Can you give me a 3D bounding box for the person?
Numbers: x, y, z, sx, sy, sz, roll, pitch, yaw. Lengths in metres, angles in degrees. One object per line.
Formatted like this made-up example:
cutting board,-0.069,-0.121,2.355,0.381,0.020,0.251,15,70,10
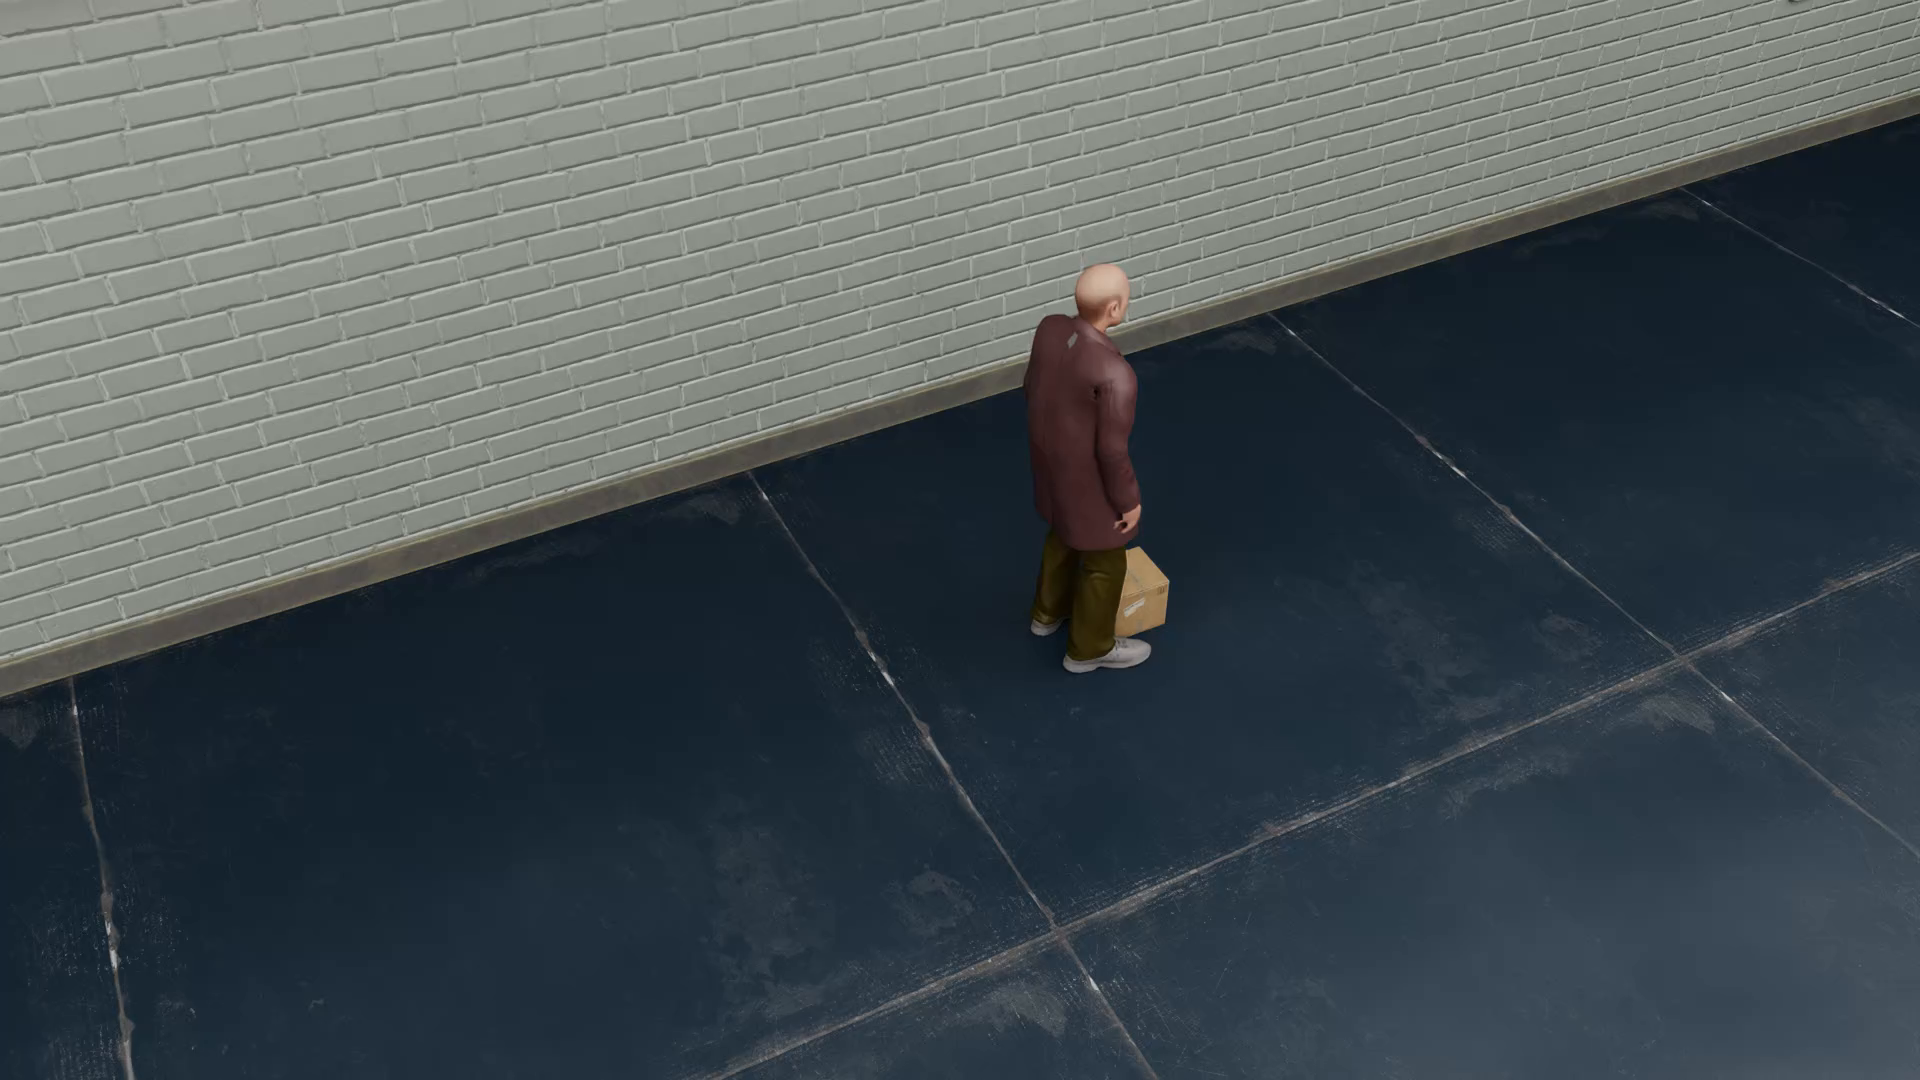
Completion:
person,0.485,-0.280,6.495,0.425,1.773,0.652,-21,45,-23
